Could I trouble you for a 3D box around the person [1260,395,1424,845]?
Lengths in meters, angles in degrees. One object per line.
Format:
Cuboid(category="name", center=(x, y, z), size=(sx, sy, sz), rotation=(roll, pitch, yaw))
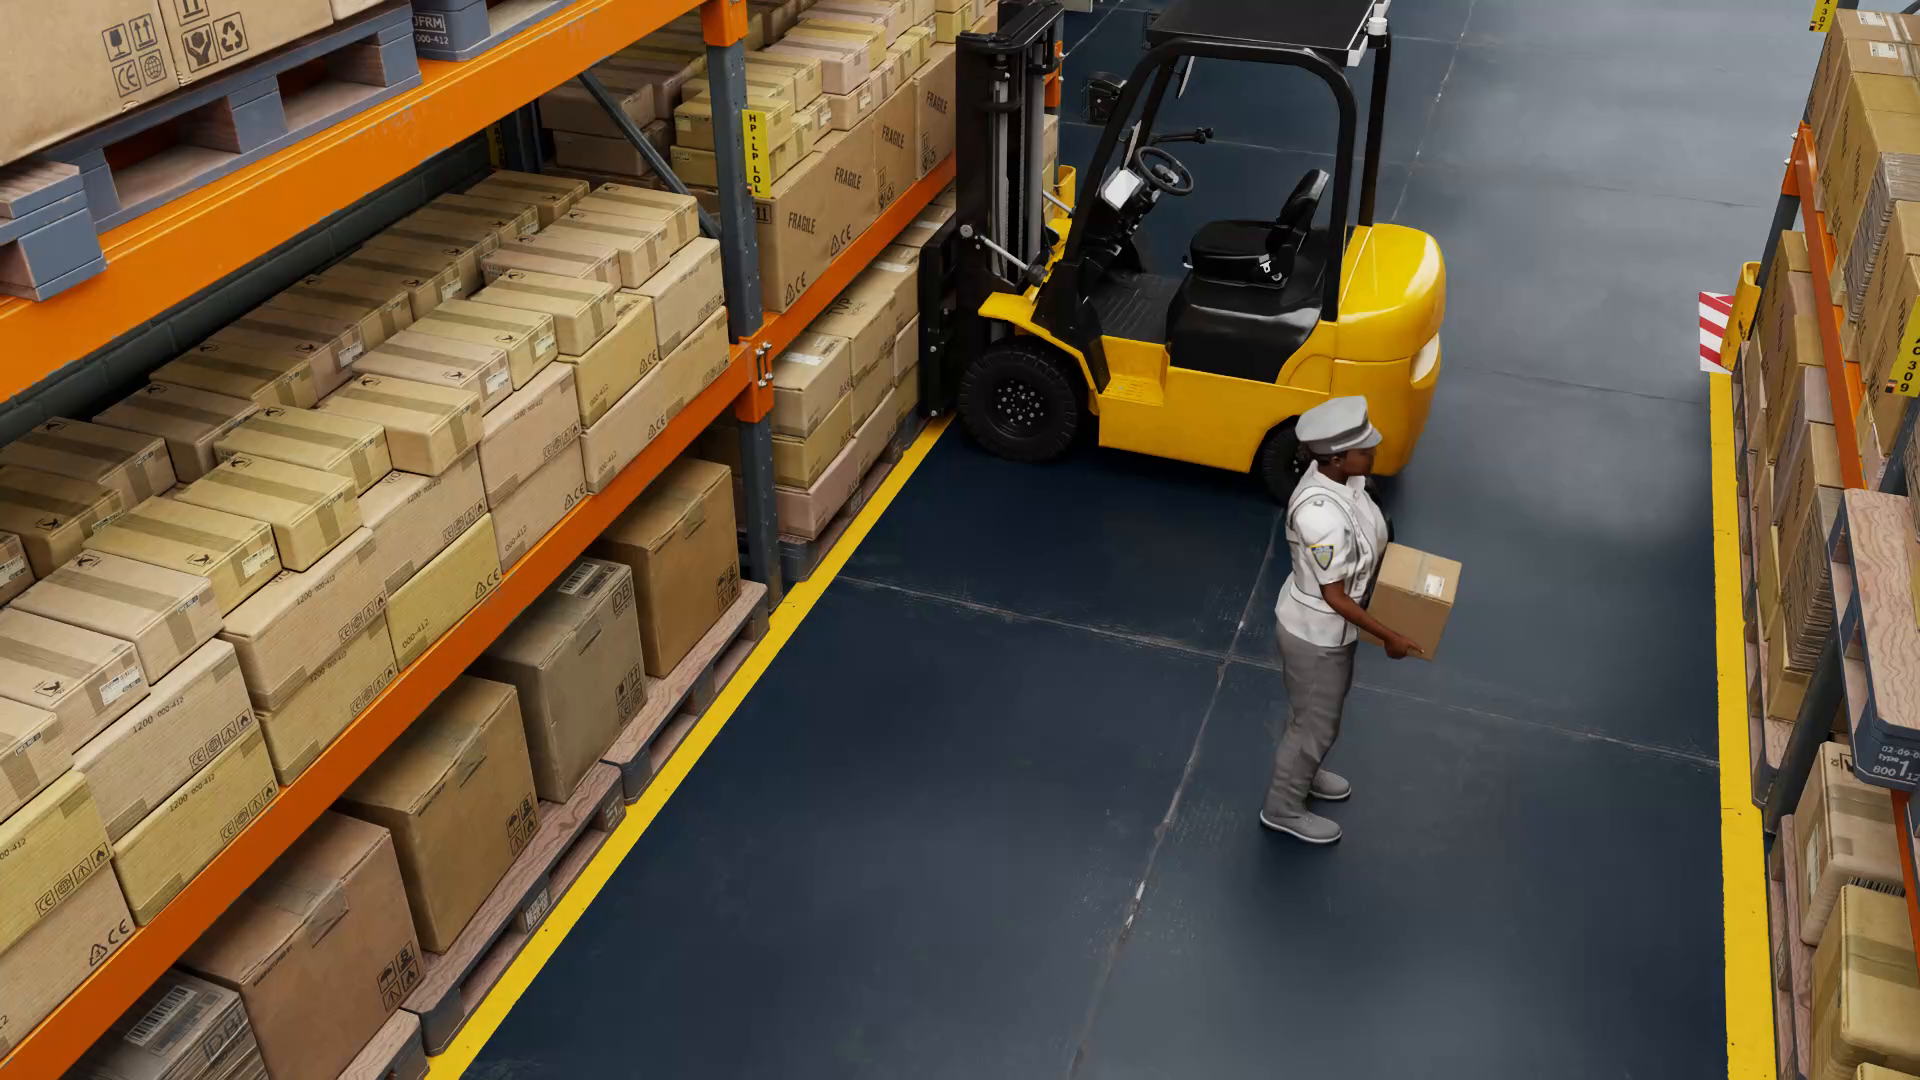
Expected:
Cuboid(category="person", center=(1.324, 0.297, 5.671), size=(0.527, 1.689, 0.451), rotation=(12, 35, 17))
